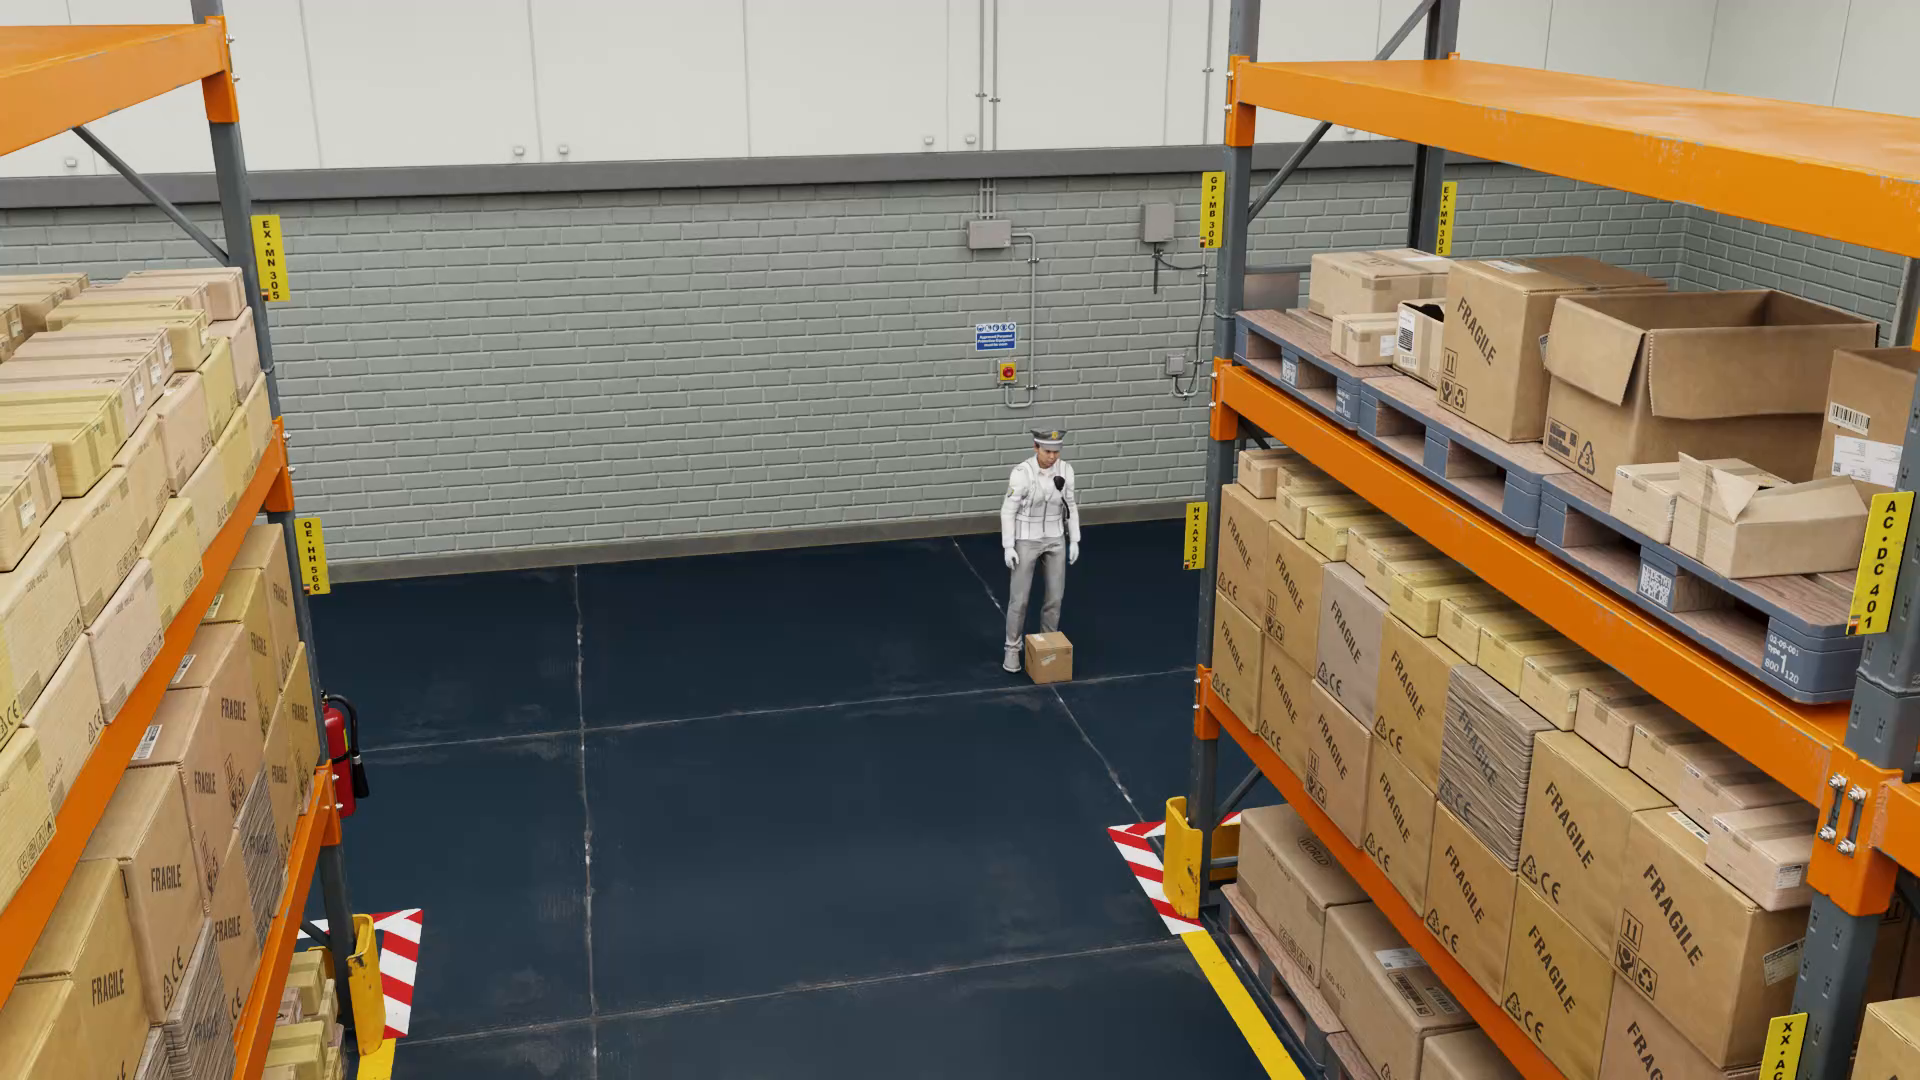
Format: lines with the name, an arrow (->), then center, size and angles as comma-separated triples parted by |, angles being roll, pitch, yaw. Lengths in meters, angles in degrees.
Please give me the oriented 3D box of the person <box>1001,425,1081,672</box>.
person -> 0.532, 0.033, 10.970 | 0.544, 1.666, 0.370 | -5, 20, -15
